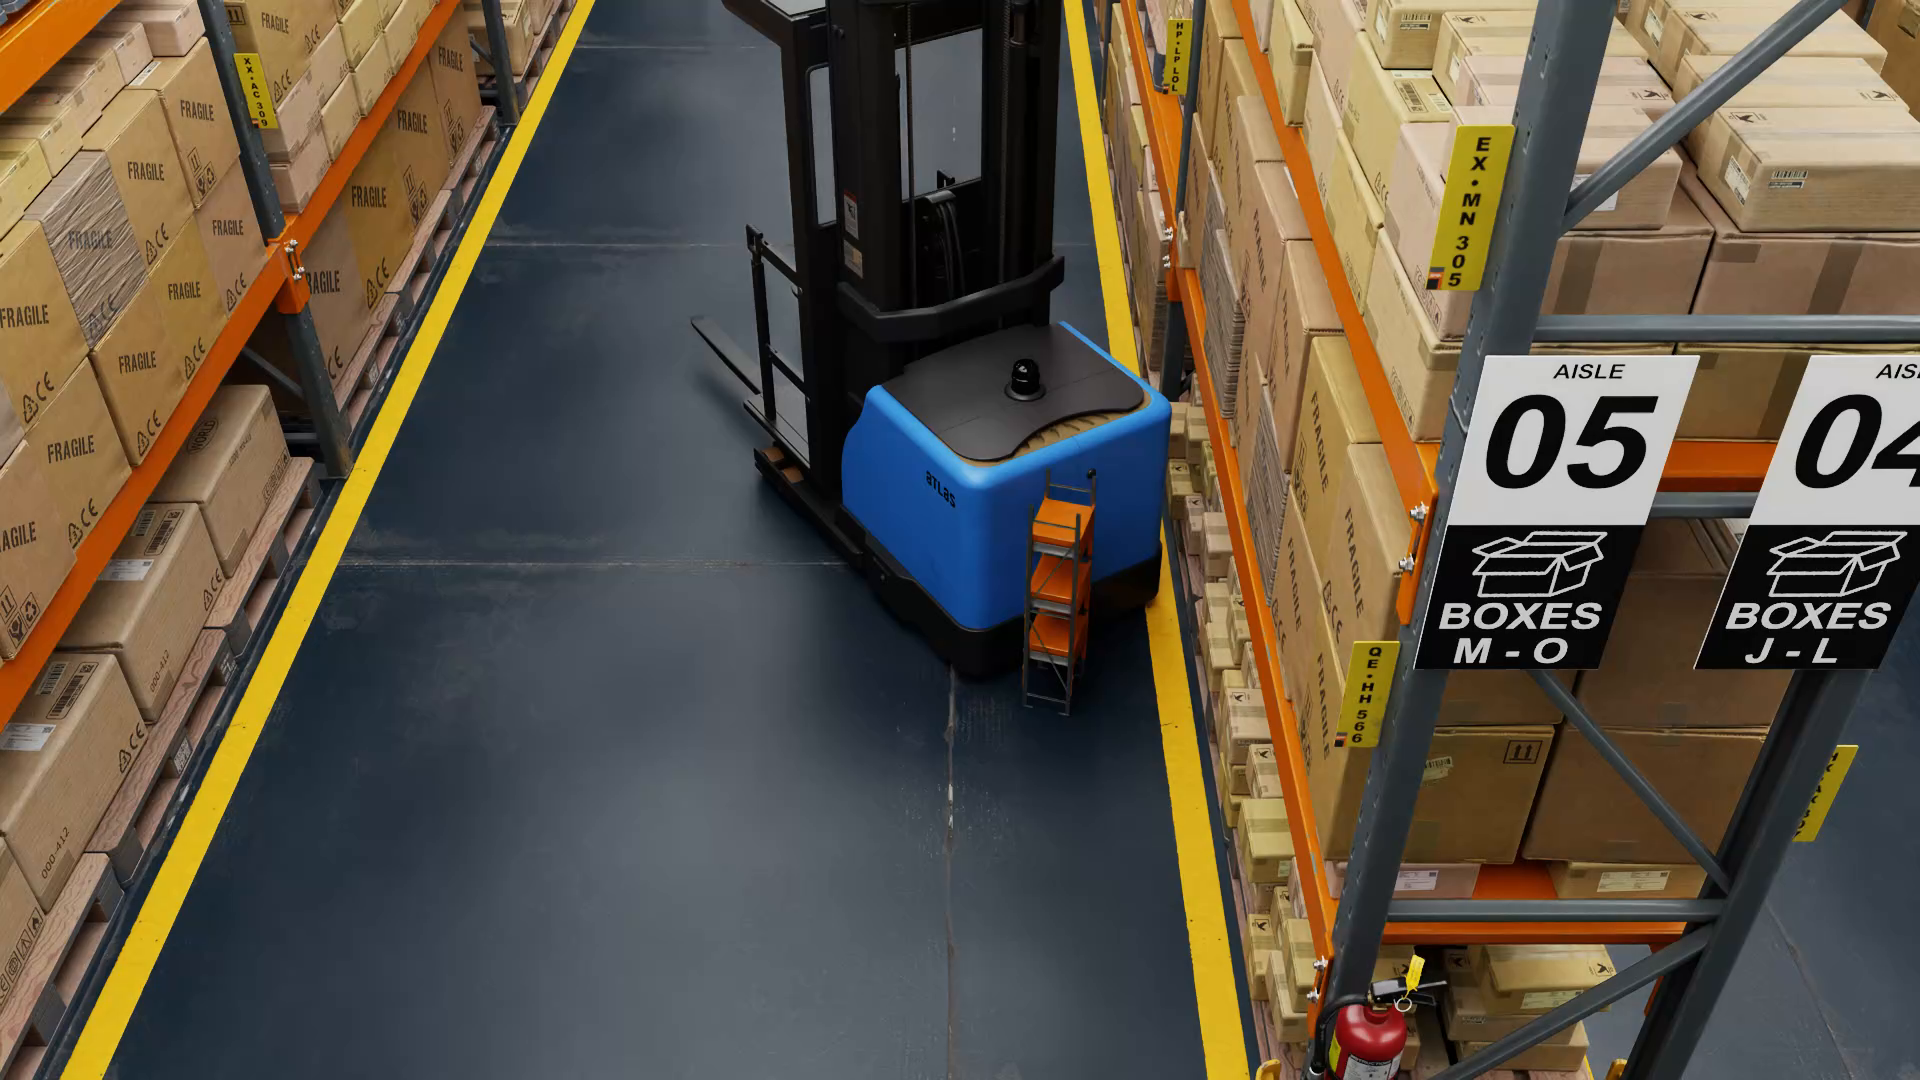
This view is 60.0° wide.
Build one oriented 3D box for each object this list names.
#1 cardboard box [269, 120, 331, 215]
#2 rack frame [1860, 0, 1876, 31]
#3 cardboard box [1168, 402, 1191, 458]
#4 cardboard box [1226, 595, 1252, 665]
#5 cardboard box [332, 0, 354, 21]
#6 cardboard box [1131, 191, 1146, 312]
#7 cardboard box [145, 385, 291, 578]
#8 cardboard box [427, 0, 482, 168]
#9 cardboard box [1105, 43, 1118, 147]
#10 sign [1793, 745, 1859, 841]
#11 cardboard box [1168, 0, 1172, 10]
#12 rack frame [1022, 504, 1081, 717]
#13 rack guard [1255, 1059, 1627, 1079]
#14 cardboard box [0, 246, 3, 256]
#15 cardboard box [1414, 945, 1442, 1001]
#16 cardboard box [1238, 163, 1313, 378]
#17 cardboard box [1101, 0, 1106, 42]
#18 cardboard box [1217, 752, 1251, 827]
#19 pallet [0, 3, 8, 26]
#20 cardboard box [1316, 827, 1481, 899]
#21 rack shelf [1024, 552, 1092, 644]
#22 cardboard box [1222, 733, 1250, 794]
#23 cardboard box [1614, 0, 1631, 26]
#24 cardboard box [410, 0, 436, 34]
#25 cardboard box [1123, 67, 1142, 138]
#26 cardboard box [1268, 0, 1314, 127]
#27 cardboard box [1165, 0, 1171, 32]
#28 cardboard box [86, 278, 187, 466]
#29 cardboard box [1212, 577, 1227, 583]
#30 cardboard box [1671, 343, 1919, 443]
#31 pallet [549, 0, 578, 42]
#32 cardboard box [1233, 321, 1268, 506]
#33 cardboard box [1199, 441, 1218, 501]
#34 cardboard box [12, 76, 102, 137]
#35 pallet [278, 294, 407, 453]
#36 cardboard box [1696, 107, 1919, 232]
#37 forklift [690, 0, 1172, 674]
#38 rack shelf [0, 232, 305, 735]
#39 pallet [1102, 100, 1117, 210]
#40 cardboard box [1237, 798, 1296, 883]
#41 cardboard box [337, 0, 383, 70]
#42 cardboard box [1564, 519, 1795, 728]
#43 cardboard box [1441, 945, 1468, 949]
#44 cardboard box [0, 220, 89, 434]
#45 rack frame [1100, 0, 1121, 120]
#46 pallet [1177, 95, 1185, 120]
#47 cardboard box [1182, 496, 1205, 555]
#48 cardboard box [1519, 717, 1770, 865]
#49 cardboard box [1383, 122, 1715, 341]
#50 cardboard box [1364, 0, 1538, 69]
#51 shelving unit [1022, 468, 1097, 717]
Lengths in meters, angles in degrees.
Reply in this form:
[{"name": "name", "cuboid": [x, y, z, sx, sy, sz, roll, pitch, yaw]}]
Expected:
[{"name": "cardboard box", "cuboid": [-3.224, -1.714, 7.611, 0.500, 0.250, 0.500, -1, 39, -1]}, {"name": "rack frame", "cuboid": [6.418, -4.006, 10.350, 1.000, 3.000, 0.127, 0, 39, 0]}, {"name": "cardboard box", "cuboid": [1.143, -0.505, 7.687, 0.380, 0.149, 0.250, 2, 39, 2]}, {"name": "cardboard box", "cuboid": [1.232, 0.345, 6.389, 0.380, 0.149, 0.250, 0, 39, 0]}, {"name": "cardboard box", "cuboid": [-3.227, -2.834, 8.008, 0.500, 0.500, 0.500, -1, 39, -1]}, {"name": "cardboard box", "cuboid": [1.209, -1.536, 8.931, 0.500, 0.500, 0.500, -1, 39, -1]}, {"name": "cardboard box", "cuboid": [-3.594, -0.269, 7.400, 0.875, 0.438, 0.875, -1, 39, -1]}, {"name": "cardboard box", "cuboid": [-3.574, -2.902, 10.335, 0.875, 0.875, 0.875, 0, 39, 0]}, {"name": "cardboard box", "cuboid": [1.204, -2.812, 10.523, 0.500, 0.500, 0.500, -2, 39, -2]}, {"name": "sign", "cuboid": [2.010, 0.599, 3.912, 0.100, 0.325, 0.005, 0, 39, 0]}, {"name": "cardboard box", "cuboid": [1.259, -2.819, 8.497, 0.380, 0.149, 0.250, 0, 39, 0]}, {"name": "rack frame", "cuboid": [0.355, 0.296, 6.541, 0.200, 1.050, 0.008, 11, 40, 14]}, {"name": "rack guard", "cuboid": [1.467, 1.865, 5.023, 1.175, 0.500, 0.348, 0, 39, 0]}, {"name": "cardboard box", "cuboid": [-3.166, -0.871, 5.039, 0.380, 0.149, 0.250, -1, 39, -1]}, {"name": "cardboard box", "cuboid": [1.704, 1.394, 5.556, 0.380, 0.149, 0.250, 0, 39, 0]}, {"name": "cardboard box", "cuboid": [1.204, -0.867, 5.316, 0.500, 0.500, 0.500, -1, 39, -2]}, {"name": "cardboard box", "cuboid": [1.547, -3.733, 11.472, 1.050, 0.750, 0.750, -1, 39, -1]}, {"name": "cardboard box", "cuboid": [1.166, 0.917, 6.151, 0.380, 0.149, 0.250, -2, 39, -2]}, {"name": "pallet", "cuboid": [-3.498, -1.361, 4.722, 1.003, 0.211, 1.213, 0, 39, 0]}, {"name": "cardboard box", "cuboid": [1.184, 0.831, 4.515, 0.380, 0.149, 0.250, 0, 39, 0]}, {"name": "rack shelf", "cuboid": [0.391, 0.232, 6.638, 0.215, 0.259, 0.240, 11, 40, 14]}, {"name": "cardboard box", "cuboid": [1.165, 0.791, 6.070, 0.380, 0.149, 0.250, 1, 39, 1]}, {"name": "cardboard box", "cuboid": [1.679, -1.371, 4.064, 0.380, 0.149, 0.250, 1, 39, 1]}, {"name": "cardboard box", "cuboid": [-3.231, -2.990, 9.202, 0.500, 0.250, 0.500, 0, 39, -1]}, {"name": "cardboard box", "cuboid": [1.205, -2.489, 9.520, 0.500, 0.250, 0.500, 0, 39, 0]}, {"name": "cardboard box", "cuboid": [1.187, -1.421, 4.846, 0.500, 0.250, 0.500, 2, 39, 2]}, {"name": "cardboard box", "cuboid": [1.259, -2.693, 8.577, 0.380, 0.149, 0.250, 2, 39, 2]}, {"name": "cardboard box", "cuboid": [-3.210, -0.611, 6.033, 0.500, 0.500, 0.500, -1, 39, -1]}, {"name": "cardboard box", "cuboid": [1.243, 0.146, 6.875, 0.380, 0.149, 0.250, 2, 39, 2]}, {"name": "cardboard box", "cuboid": [1.722, -0.456, 3.641, 0.500, 0.250, 0.500, 1, 39, 2]}, {"name": "pallet", "cuboid": [-3.490, -4.160, 12.773, 1.003, 0.211, 1.213, 0, 39, 0]}, {"name": "cardboard box", "cuboid": [1.213, -0.450, 5.595, 0.500, 0.500, 0.500, 2, 39, 2]}, {"name": "cardboard box", "cuboid": [1.246, -0.302, 7.196, 0.380, 0.149, 0.250, -1, 39, -1]}, {"name": "cardboard box", "cuboid": [-3.268, -1.508, 5.835, 0.380, 0.149, 0.250, 0, 39, 0]}, {"name": "pallet", "cuboid": [-3.564, -0.892, 8.694, 1.003, 0.211, 1.213, 0, 39, 0]}, {"name": "cardboard box", "cuboid": [1.694, -0.728, 3.263, 0.380, 0.149, 0.250, 0, 39, 0]}, {"name": "forklift", "cuboid": [-0.340, -1.474, 7.246, 1.130, 2.935, 3.031, -22, 44, -25]}, {"name": "rack shelf", "cuboid": [-3.485, 0.034, 5.884, 1.077, 0.370, 4.000, 0, 39, 0]}, {"name": "pallet", "cuboid": [1.457, -2.489, 10.687, 1.003, 0.211, 1.213, 0, 39, 0]}, {"name": "cardboard box", "cuboid": [1.143, 1.004, 5.567, 0.380, 0.149, 0.250, -1, 39, -1]}, {"name": "cardboard box", "cuboid": [-3.209, -2.551, 8.255, 0.500, 0.250, 0.500, 0, 39, 1]}, {"name": "cardboard box", "cuboid": [1.732, 0.111, 4.096, 0.500, 0.500, 0.500, 0, 39, 0]}, {"name": "cardboard box", "cuboid": [1.779, 1.270, 5.472, 0.380, 0.149, 0.250, 0, 39, 0]}, {"name": "cardboard box", "cuboid": [-3.216, -0.683, 5.324, 0.500, 0.500, 0.500, 0, 39, 0]}, {"name": "rack frame", "cuboid": [1.458, -4.066, 10.425, 1.000, 3.000, 0.127, 0, 39, 0]}, {"name": "pallet", "cuboid": [1.607, -1.968, 7.960, 1.003, 0.211, 1.213, 0, 39, 0]}, {"name": "cardboard box", "cuboid": [1.194, -0.066, 7.378, 0.380, 0.149, 0.250, 0, 39, 0]}, {"name": "cardboard box", "cuboid": [1.743, 0.501, 4.408, 0.500, 0.500, 0.500, 2, 39, 2]}, {"name": "cardboard box", "cuboid": [1.212, -0.658, 3.494, 0.500, 0.250, 0.500, -1, 39, -1]}, {"name": "cardboard box", "cuboid": [1.161, -1.213, 3.868, 0.380, 0.149, 0.250, 1, 39, 1]}, {"name": "shelving unit", "cuboid": [0.391, 0.223, 6.632, 0.215, 1.050, 0.252, 11, 40, 14]}]
